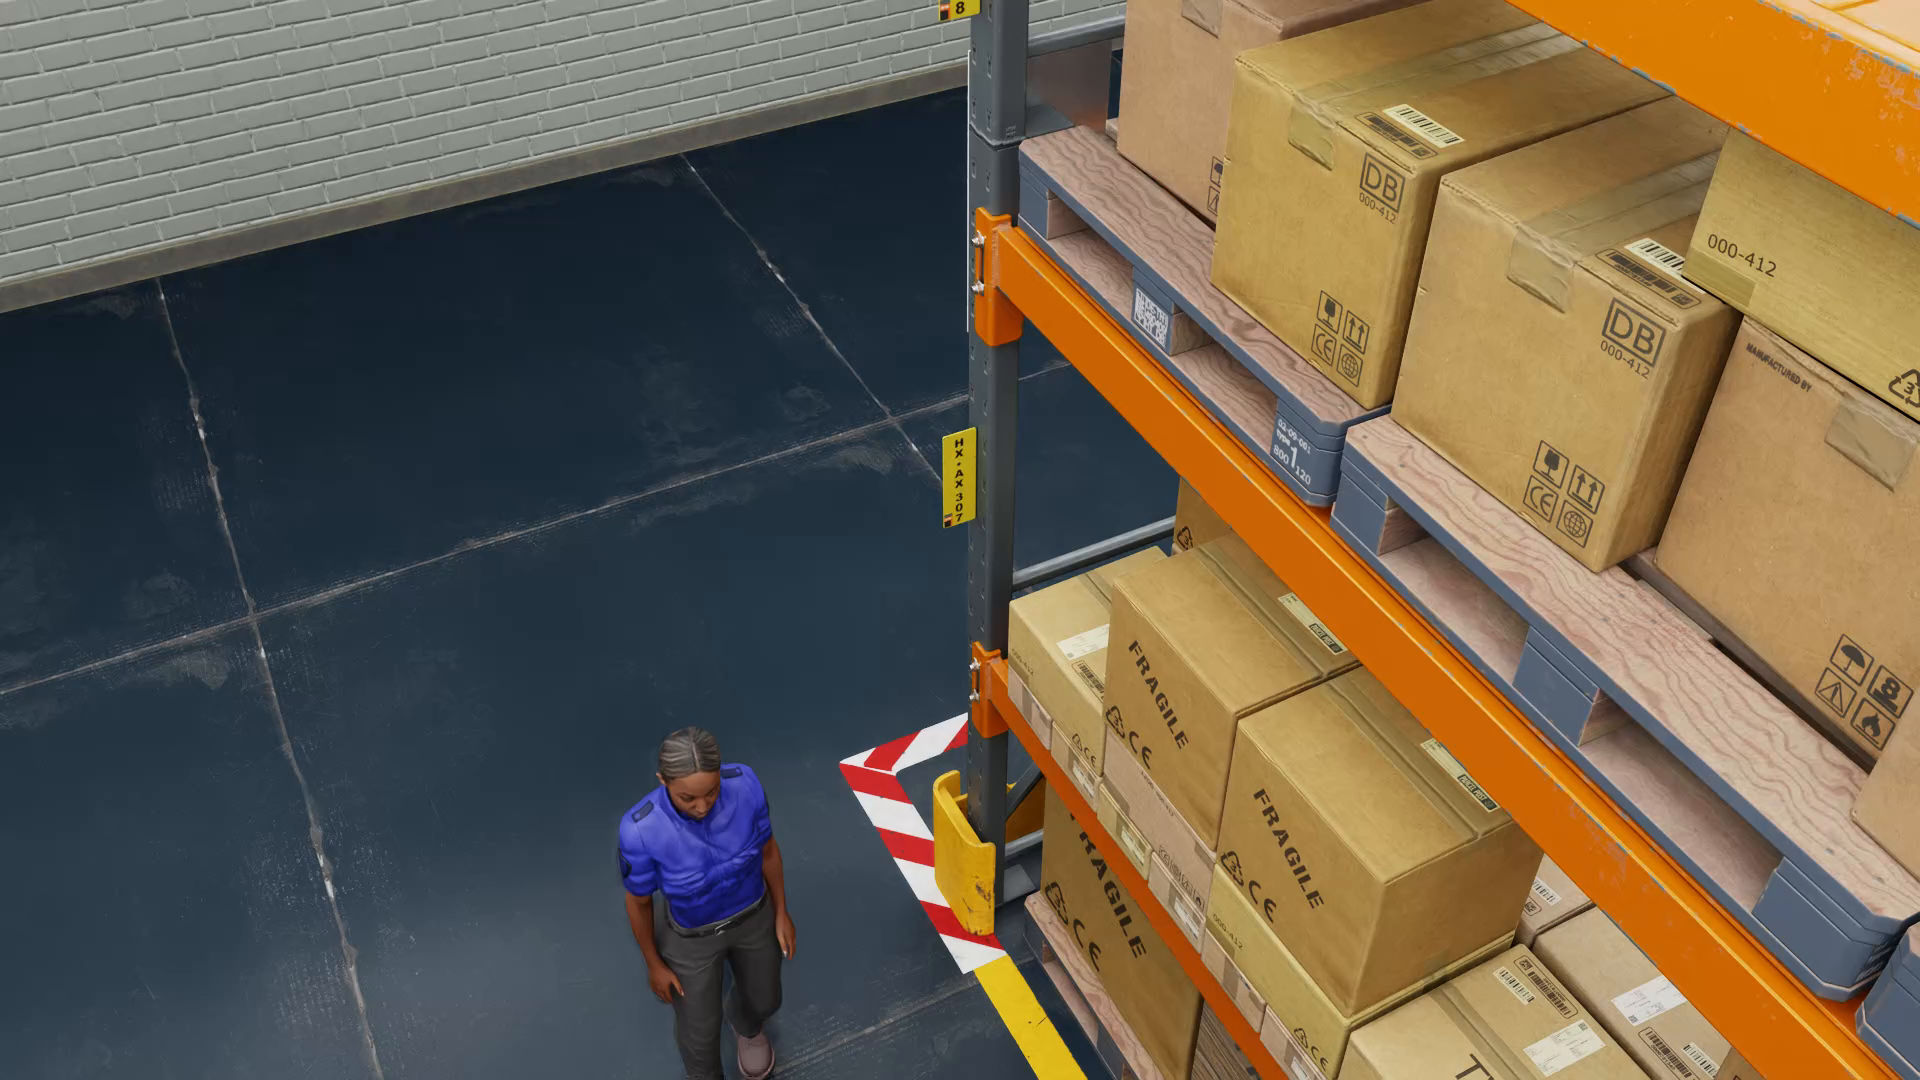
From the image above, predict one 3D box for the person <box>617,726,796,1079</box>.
[{"bbox_3d":[-0.717,1.141,4.859,0.461,1.671,0.465,-21,46,-22],"label":"person"}]
